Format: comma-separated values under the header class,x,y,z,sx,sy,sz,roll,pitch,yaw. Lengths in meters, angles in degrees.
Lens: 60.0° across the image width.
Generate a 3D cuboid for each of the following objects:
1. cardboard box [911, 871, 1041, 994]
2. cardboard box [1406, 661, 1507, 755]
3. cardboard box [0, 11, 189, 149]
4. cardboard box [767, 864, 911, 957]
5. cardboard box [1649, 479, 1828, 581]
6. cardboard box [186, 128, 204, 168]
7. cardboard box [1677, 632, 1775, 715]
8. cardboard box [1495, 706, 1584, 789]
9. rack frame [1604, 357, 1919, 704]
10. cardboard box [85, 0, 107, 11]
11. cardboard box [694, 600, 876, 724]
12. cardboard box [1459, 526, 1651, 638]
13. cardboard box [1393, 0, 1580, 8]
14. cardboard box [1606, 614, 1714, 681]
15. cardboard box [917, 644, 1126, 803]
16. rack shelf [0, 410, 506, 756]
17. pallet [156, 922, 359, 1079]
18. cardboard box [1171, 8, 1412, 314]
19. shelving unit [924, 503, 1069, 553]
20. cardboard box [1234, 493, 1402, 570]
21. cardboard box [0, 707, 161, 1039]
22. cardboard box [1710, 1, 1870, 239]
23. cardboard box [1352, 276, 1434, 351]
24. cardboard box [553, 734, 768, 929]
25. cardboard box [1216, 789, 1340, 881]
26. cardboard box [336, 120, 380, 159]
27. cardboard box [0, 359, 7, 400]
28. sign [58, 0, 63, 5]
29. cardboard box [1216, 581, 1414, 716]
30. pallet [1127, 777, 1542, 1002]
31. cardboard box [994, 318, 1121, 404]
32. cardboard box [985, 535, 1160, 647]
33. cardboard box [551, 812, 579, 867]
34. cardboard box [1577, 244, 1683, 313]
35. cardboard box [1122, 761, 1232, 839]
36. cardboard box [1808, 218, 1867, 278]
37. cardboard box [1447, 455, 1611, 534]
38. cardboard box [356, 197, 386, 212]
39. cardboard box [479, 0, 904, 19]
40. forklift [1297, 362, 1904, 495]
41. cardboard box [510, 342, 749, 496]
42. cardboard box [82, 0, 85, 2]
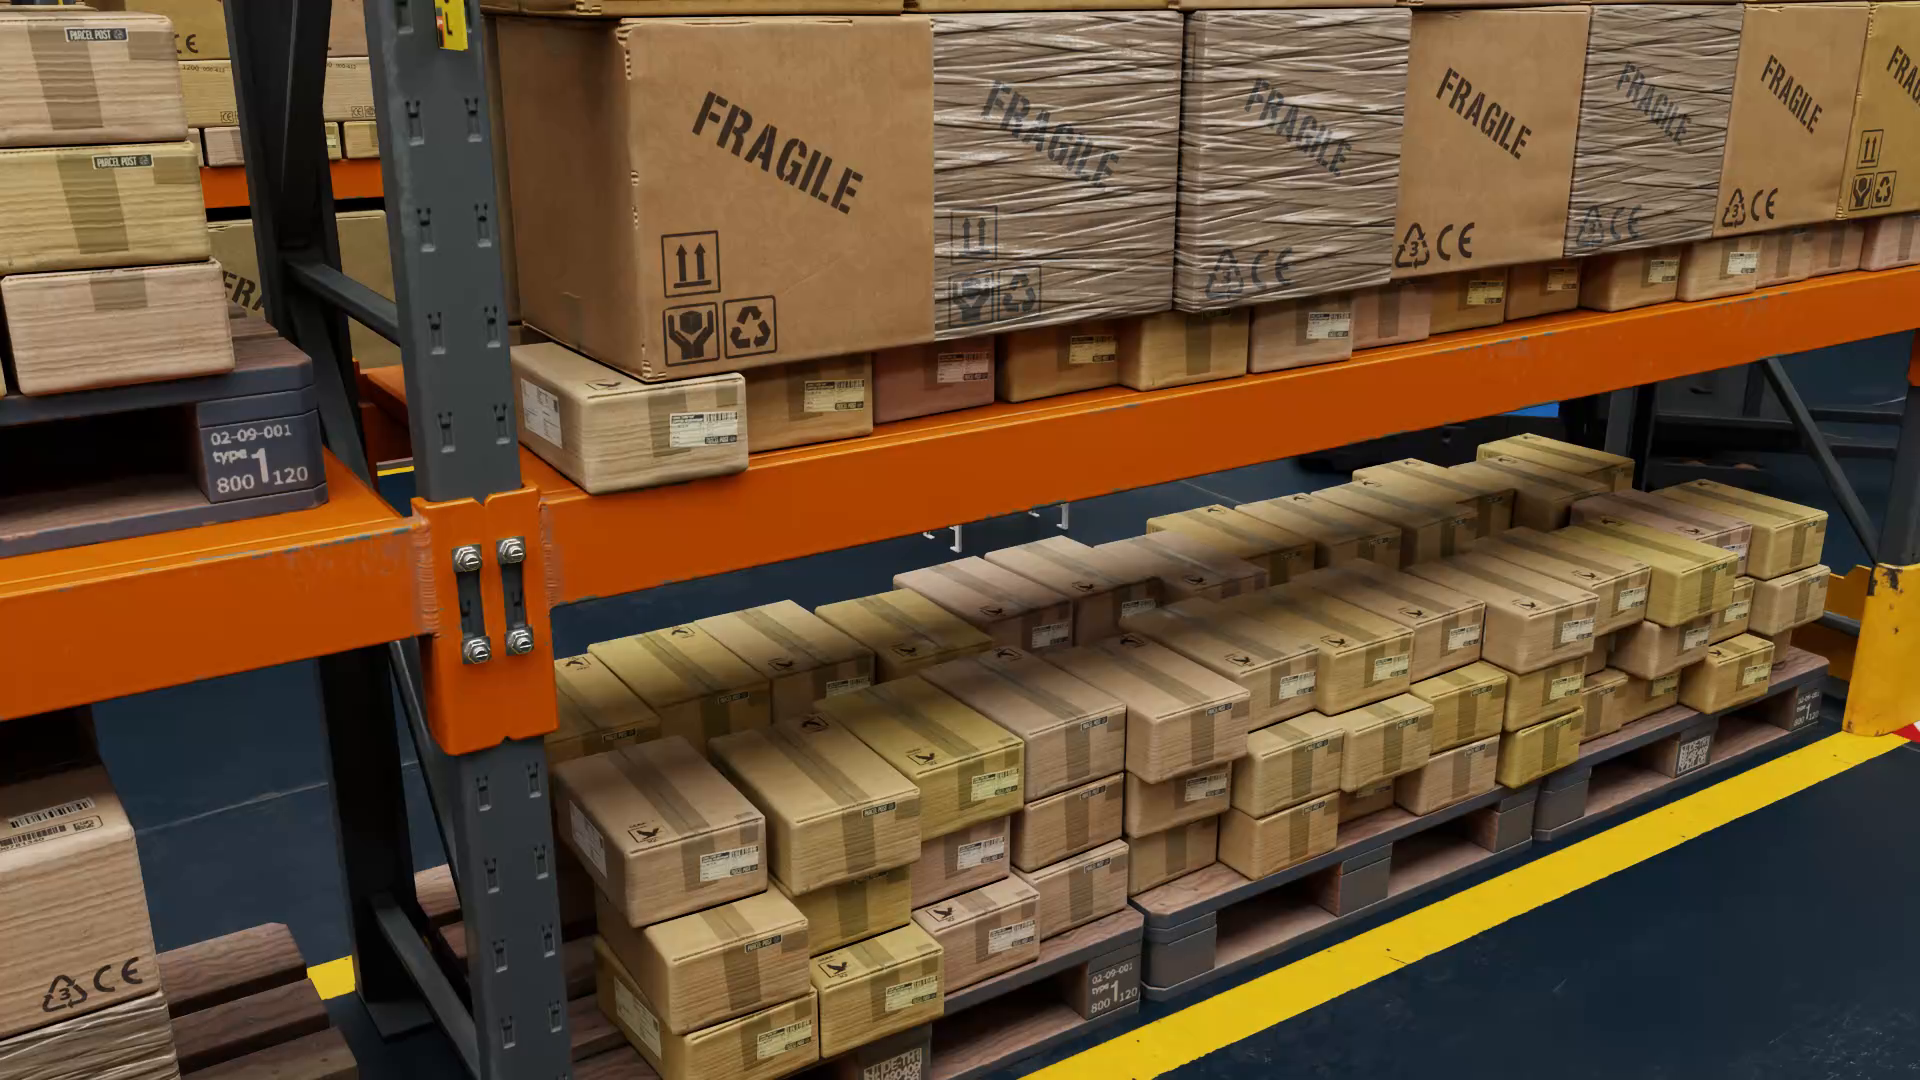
class,x,y,z,sx,sy,sz,roll,pitch,yaw
cardboard box,-0.052,0.709,3.260,0.250,0.149,0.380,-12,22,-32
cardboard box,1.040,0.342,3.880,0.250,0.149,0.380,-11,21,-29
cardboard box,-1.162,-0.599,2.140,0.250,0.149,0.380,-11,21,-29
cardboard box,-0.294,0.604,3.106,0.250,0.149,0.380,-12,22,-31
cardboard box,2.103,-0.034,4.528,0.250,0.149,0.380,-12,22,-31
cardboard box,-3.148,-1.549,6.534,0.250,0.149,0.380,-12,22,-31
cardboard box,1.922,0.308,4.446,0.250,0.149,0.380,-11,22,-30
cardboard box,1.277,0.440,4.055,0.250,0.149,0.380,-13,23,-34
rack frame,2.406,-1.065,4.710,0.127,3.000,1.000,-12,22,-31
cardboard box,-3.341,-2.282,6.910,0.500,0.500,0.500,-11,22,-30
cardboard box,-0.385,0.276,3.611,0.250,0.149,0.380,-12,22,-32
cardboard box,1.464,0.103,4.122,0.250,0.149,0.380,-13,23,-34
cardboard box,0.868,-1.302,3.231,0.500,0.500,0.500,-13,23,-33
cardboard box,1.689,0.207,4.279,0.250,0.149,0.380,-13,23,-34
cardboard box,0.119,0.362,3.357,0.250,0.149,0.380,-13,22,-33
rack shelf,-2.605,0.333,1.699,4.000,0.370,1.077,-12,22,-31
pallet,-1.584,1.098,2.666,1.213,0.211,1.003,-12,22,-31
cardboard box,0.468,-0.736,3.119,0.500,0.500,0.500,-12,22,-33
shelving unit,0.138,-0.598,6.139,0.503,1.200,0.258,-12,22,-31
cardboard box,0.938,0.010,4.400,0.250,0.149,0.380,-11,22,-29
cardboard box,-1.418,0.469,2.251,0.500,0.250,0.500,-13,22,-33
cardboard box,1.739,-1.016,3.945,0.500,0.500,0.500,-12,22,-32
cardboard box,0.754,-0.508,3.456,0.250,0.149,0.380,-11,22,-29
cardboard box,-0.533,0.504,2.936,0.250,0.149,0.380,-11,22,-29
cardboard box,0.608,0.574,3.659,0.250,0.149,0.380,-13,22,-33
cardboard box,-2.490,-1.688,6.947,0.250,0.149,0.380,-13,22,-33
cardboard box,-1.374,-0.271,2.100,0.250,0.149,0.380,-12,22,-31
sign,-3.271,-2.072,6.006,0.005,0.325,0.100,-12,22,-31
cardboard box,0.786,0.236,3.730,0.250,0.149,0.380,-12,22,-31
pallet,0.627,0.617,4.090,1.213,0.211,1.003,-12,22,-31
cardboard box,0.081,-0.376,3.066,0.250,0.149,0.380,-13,23,-34
cardboard box,0.268,0.128,4.049,0.250,0.149,0.380,-13,23,-33
cardboard box,-0.846,0.510,3.383,0.250,0.149,0.380,-11,22,-30
cardboard box,1.423,-0.641,3.849,0.250,0.149,0.380,-13,23,-34
cardboard box,0.360,0.462,3.525,0.250,0.149,0.380,-11,21,-29
cardboard box,2.061,-0.779,4.257,0.250,0.149,0.380,-12,22,-31
cardboard box,1.618,-0.113,4.761,0.250,0.149,0.380,-11,22,-30
cardboard box,-2.231,-1.150,7.626,0.875,0.875,0.875,-12,22,-31
cardboard box,-0.424,-1.036,2.445,0.500,0.500,0.500,-11,22,-30
forklift,2.988,-1.712,6.732,3.031,2.935,1.130,5,19,14
cardboard box,-0.518,-0.203,2.555,0.250,0.149,0.380,-11,22,-29
cardboard box,-7.615,-5.065,14.826,0.500,0.500,0.500,-13,22,-33
